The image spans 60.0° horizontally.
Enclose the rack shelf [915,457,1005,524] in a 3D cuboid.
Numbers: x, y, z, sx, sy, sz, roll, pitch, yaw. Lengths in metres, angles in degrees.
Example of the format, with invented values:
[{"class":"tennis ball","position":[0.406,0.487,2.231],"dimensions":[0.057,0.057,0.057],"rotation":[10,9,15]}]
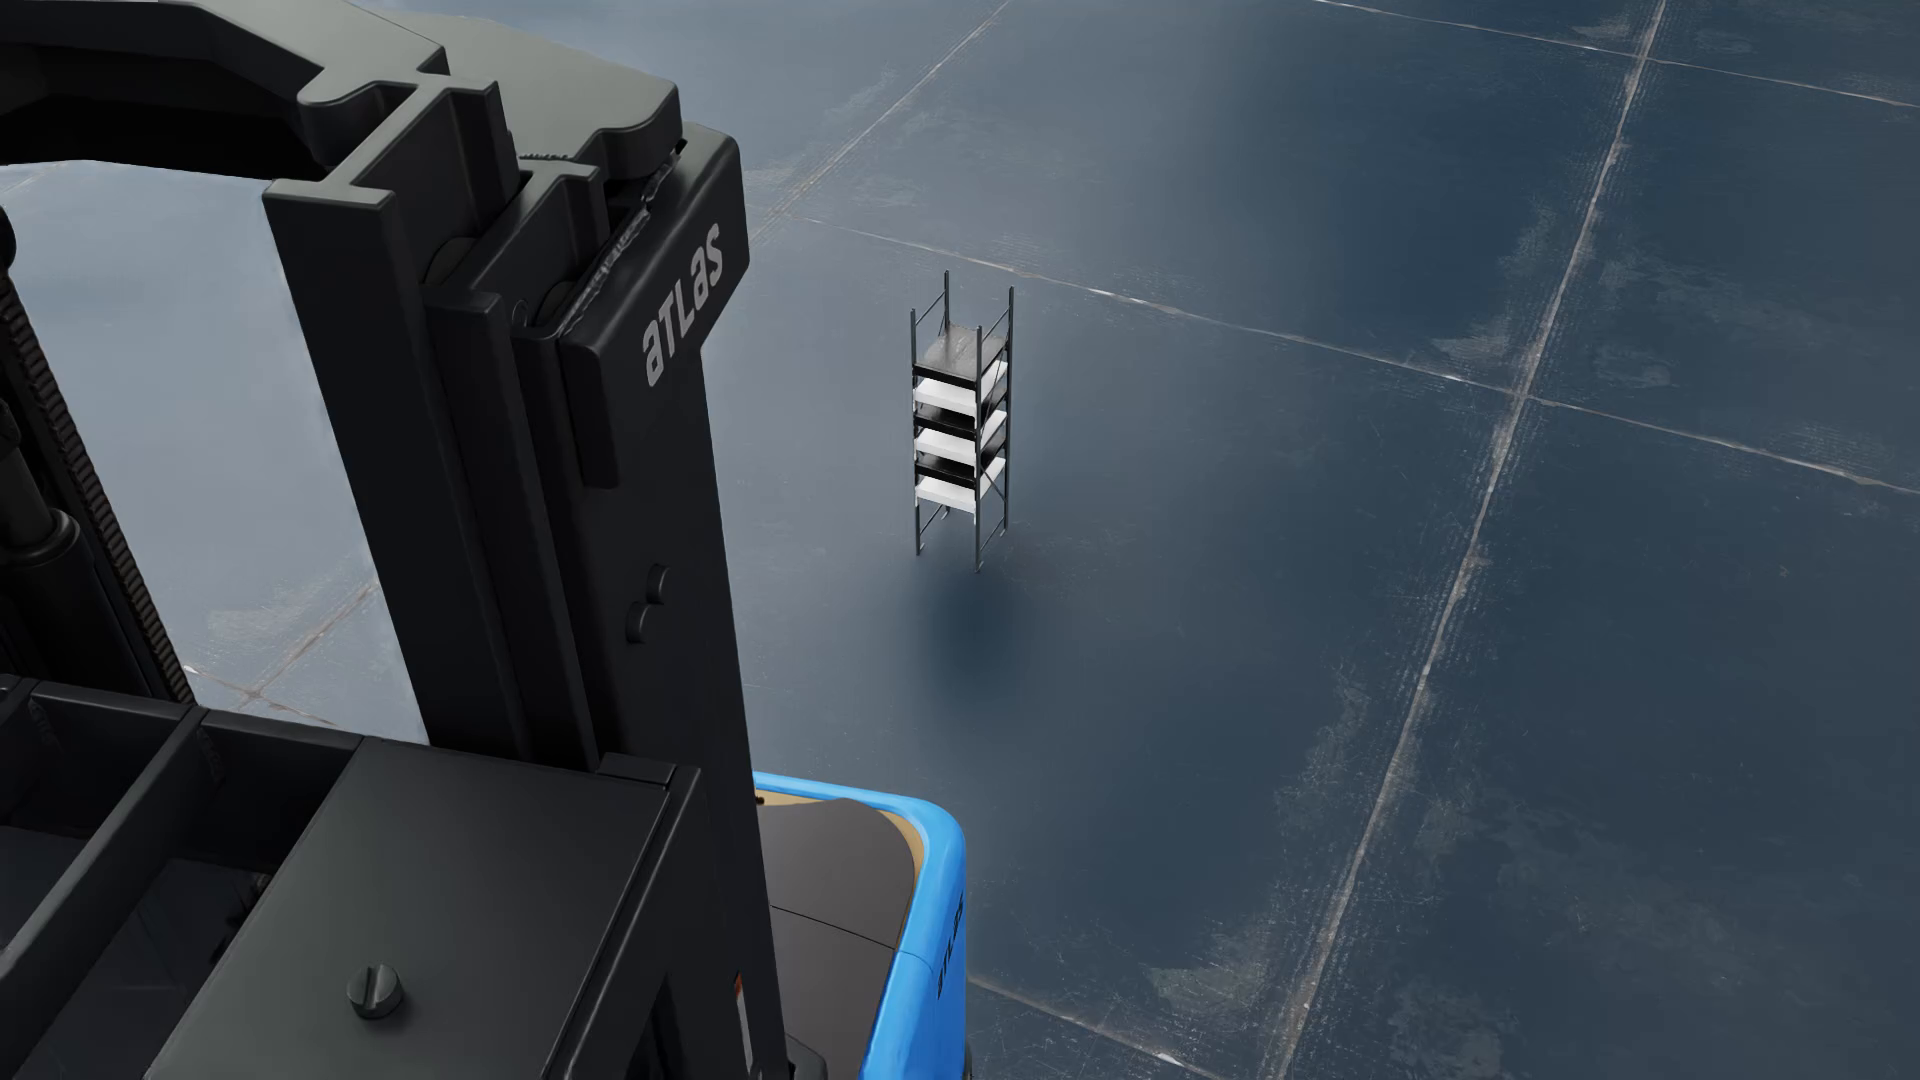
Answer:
[{"class":"rack shelf","position":[0.007,-0.177,5.092],"dimensions":[0.200,0.077,0.258],"rotation":[17,44,19]}]

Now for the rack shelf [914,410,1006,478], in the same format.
[{"class":"rack shelf","position":[0.007,-0.313,4.974],"dimensions":[0.200,0.077,0.258],"rotation":[17,44,19]}]

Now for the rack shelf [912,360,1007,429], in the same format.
[{"class":"rack shelf","position":[0.007,-0.449,4.857],"dimensions":[0.200,0.077,0.258],"rotation":[17,44,19]}]

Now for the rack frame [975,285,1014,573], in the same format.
[{"class":"rack frame","position":[0.099,-0.310,4.920],"dimensions":[0.006,0.900,0.240],"rotation":[17,44,19]}]

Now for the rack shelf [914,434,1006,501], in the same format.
[{"class":"rack shelf","position":[0.007,-0.245,5.033],"dimensions":[0.200,0.077,0.258],"rotation":[17,44,19]}]

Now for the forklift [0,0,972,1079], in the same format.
[{"class":"forklift","position":[-0.788,1.068,1.780],"dimensions":[1.130,2.935,3.031],"rotation":[8,42,9]}]

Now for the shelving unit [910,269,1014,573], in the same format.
[{"class":"shelving unit","position":[0.007,-0.338,4.953],"dimensions":[0.210,0.900,0.258],"rotation":[17,44,19]}]

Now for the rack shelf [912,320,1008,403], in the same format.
[{"class":"rack shelf","position":[0.007,-0.517,4.798],"dimensions":[0.200,0.077,0.258],"rotation":[17,44,19]}]

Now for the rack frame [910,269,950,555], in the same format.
[{"class":"rack frame","position":[-0.085,-0.366,4.985],"dimensions":[0.006,0.900,0.240],"rotation":[17,44,19]}]

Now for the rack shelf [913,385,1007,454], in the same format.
[{"class":"rack shelf","position":[0.007,-0.381,4.916],"dimensions":[0.200,0.077,0.258],"rotation":[17,44,19]}]
